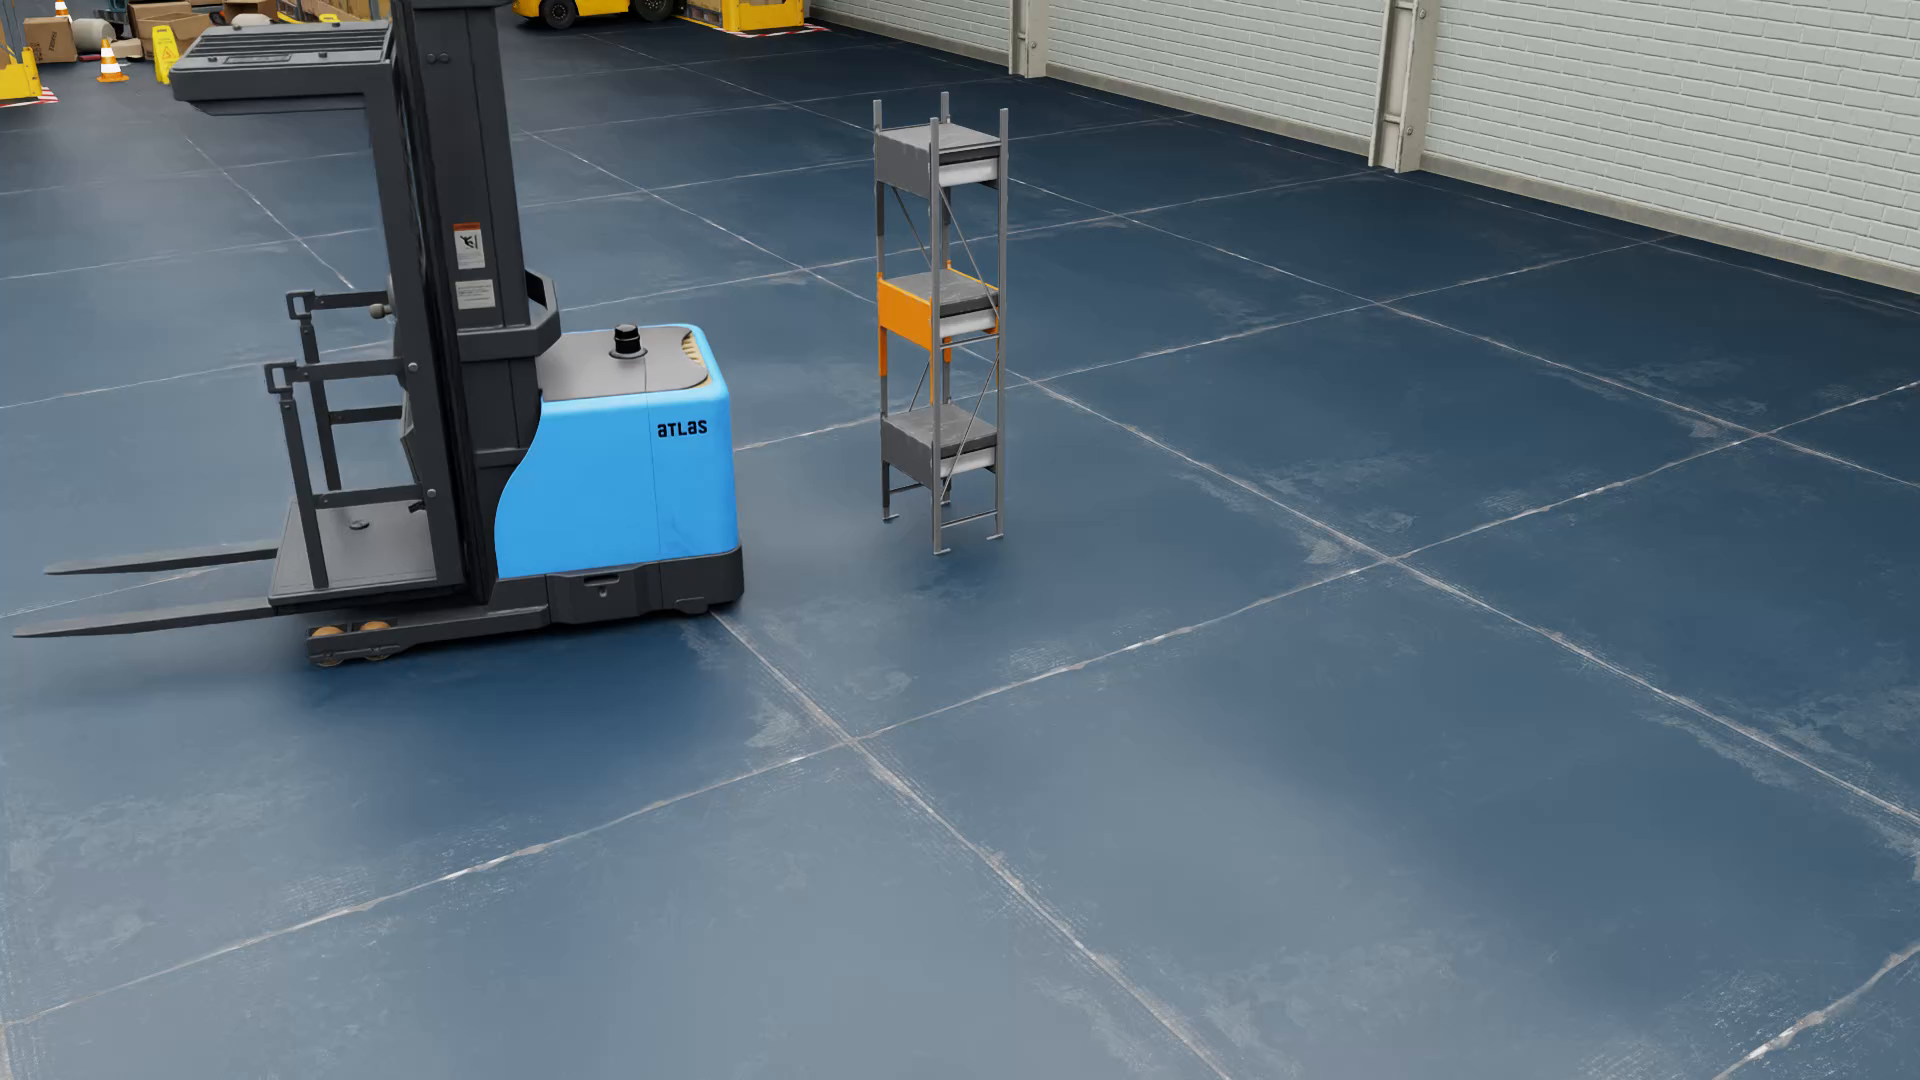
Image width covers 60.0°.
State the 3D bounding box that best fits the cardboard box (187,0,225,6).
[{"bbox_3d":[-10.635,-7.773,23.244,0.500,0.500,0.500,-16,29,-30],"label":"cardboard box"}]

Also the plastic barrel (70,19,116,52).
[{"bbox_3d":[-11.348,-6.584,21.701,0.512,0.421,0.421,3,25,6],"label":"plastic barrel"}]

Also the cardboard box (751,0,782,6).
[{"bbox_3d":[-2.924,-7.882,24.162,0.500,0.250,0.500,-15,29,-29],"label":"cardboard box"}]

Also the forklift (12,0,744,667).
[{"bbox_3d":[-2.559,-1.036,7.011,3.031,2.935,1.130,-7,26,-14],"label":"forklift"}]

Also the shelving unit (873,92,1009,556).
[{"bbox_3d":[-0.090,-1.009,7.927,0.431,2.100,0.503,-16,29,-30],"label":"shelving unit"}]

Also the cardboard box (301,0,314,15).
[{"bbox_3d":[-9.064,-7.659,23.690,0.500,0.250,0.500,-17,30,-32],"label":"cardboard box"}]

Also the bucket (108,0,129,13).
[{"bbox_3d":[-11.246,-7.493,22.663,0.726,0.611,0.620,-6,16,-12],"label":"bucket"}]

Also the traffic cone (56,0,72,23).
[{"bbox_3d":[-12.719,-7.482,23.556,0.336,0.463,0.334,-16,29,-30],"label":"traffic cone"}]

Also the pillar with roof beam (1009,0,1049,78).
[{"bbox_3d":[-2.776,-8.737,16.216,9.100,9.000,0.400,-16,29,-30],"label":"pillar with roof beam"}]

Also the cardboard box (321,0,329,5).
[{"bbox_3d":[-8.480,-7.624,22.737,0.500,0.500,0.500,-14,29,-27],"label":"cardboard box"}]

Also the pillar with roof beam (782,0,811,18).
[{"bbox_3d":[-6.052,-10.883,20.762,9.100,9.000,0.400,-16,29,-30],"label":"pillar with roof beam"}]

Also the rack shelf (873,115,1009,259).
[{"bbox_3d":[-0.090,-1.629,7.634,0.431,0.518,0.480,-16,29,-30],"label":"rack shelf"}]

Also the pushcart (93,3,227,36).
[{"bbox_3d":[-11.043,-7.252,23.170,0.936,0.377,1.648,18,31,33],"label":"pushcart"}]

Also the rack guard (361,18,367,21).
[{"bbox_3d":[-7.018,-6.453,21.334,1.175,0.500,0.348,-16,29,-30],"label":"rack guard"}]

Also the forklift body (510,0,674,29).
[{"bbox_3d":[-5.383,-8.584,23.913,2.313,2.155,1.214,-16,29,-30],"label":"forklift body"}]

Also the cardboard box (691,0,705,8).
[{"bbox_3d":[-3.604,-7.935,24.275,0.500,0.250,0.500,-16,29,-30],"label":"cardboard box"}]

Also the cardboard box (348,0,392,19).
[{"bbox_3d":[-7.632,-7.068,21.558,0.500,0.500,0.500,-15,29,-29],"label":"cardboard box"}]

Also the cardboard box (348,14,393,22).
[{"bbox_3d":[-7.656,-6.738,21.738,0.500,0.250,0.500,-16,29,-30],"label":"cardboard box"}]

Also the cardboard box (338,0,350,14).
[{"bbox_3d":[-7.920,-7.253,21.952,0.500,0.500,0.500,-14,29,-28],"label":"cardboard box"}]

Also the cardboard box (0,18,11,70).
[{"bbox_3d":[-11.494,-5.823,19.068,0.875,0.875,0.875,-15,29,-29],"label":"cardboard box"}]

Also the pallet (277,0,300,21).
[{"bbox_3d":[-9.586,-8.004,24.958,1.003,0.211,1.213,-16,29,-30],"label":"pallet"}]

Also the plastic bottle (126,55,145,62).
[{"bbox_3d":[-10.510,-6.128,21.158,0.283,0.061,0.133,18,31,33],"label":"plastic bottle"}]

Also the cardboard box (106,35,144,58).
[{"bbox_3d":[-10.771,-6.375,21.444,0.396,0.266,0.258,-10,27,-21],"label":"cardboard box"}]

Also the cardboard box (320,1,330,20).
[{"bbox_3d":[-8.472,-7.282,22.891,0.500,0.250,0.500,-16,30,-30],"label":"cardboard box"}]

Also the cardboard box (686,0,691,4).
[{"bbox_3d":[-3.870,-8.116,24.658,0.500,0.250,0.500,-15,29,-29],"label":"cardboard box"}]

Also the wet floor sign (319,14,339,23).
[{"bbox_3d":[-7.769,-6.174,20.573,0.267,0.644,0.232,-6,26,-12],"label":"wet floor sign"}]

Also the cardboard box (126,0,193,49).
[{"bbox_3d":[-10.574,-6.860,22.032,0.797,0.637,0.503,-16,29,-30],"label":"cardboard box"}]

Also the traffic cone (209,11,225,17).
[{"bbox_3d":[-11.010,-7.957,24.563,0.336,0.463,0.334,-16,29,-30],"label":"traffic cone"}]

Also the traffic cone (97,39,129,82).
[{"bbox_3d":[-10.169,-5.740,19.867,0.336,0.463,0.334,-16,29,-30],"label":"traffic cone"}]

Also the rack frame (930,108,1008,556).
[{"bbox_3d":[0.043,-0.921,7.742,0.400,2.100,0.015,-16,29,-30],"label":"rack frame"}]

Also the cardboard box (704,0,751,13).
[{"bbox_3d":[-3.341,-7.755,23.893,0.500,0.250,0.500,-15,29,-29],"label":"cardboard box"}]

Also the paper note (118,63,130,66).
[{"bbox_3d":[-10.479,-5.965,20.851,0.144,0.017,0.142,-6,26,-12],"label":"paper note"}]

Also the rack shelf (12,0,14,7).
[{"bbox_3d":[-12.160,-6.757,19.891,1.077,0.370,4.000,-16,29,-30],"label":"rack shelf"}]

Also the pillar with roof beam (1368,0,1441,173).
[{"bbox_3d":[0.499,-6.591,11.670,9.100,9.000,0.400,-16,29,-30],"label":"pillar with roof beam"}]

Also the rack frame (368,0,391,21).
[{"bbox_3d":[-6.976,-7.556,20.743,1.000,3.000,0.127,-16,29,-30],"label":"rack frame"}]

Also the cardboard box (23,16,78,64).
[{"bbox_3d":[-11.545,-6.352,21.117,0.500,0.500,0.500,-10,27,-21],"label":"cardboard box"}]

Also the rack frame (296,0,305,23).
[{"bbox_3d":[-9.160,-8.987,23.773,1.000,3.000,0.127,-16,29,-30],"label":"rack frame"}]

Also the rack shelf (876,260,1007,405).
[{"bbox_3d":[-0.090,-0.996,7.933,0.431,0.518,0.480,-16,29,-30],"label":"rack shelf"}]

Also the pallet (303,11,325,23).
[{"bbox_3d":[-8.764,-7.494,23.877,1.003,0.211,1.213,-16,29,-30],"label":"pallet"}]

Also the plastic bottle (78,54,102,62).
[{"bbox_3d":[-11.077,-6.156,21.219,0.133,0.061,0.283,18,31,33],"label":"plastic bottle"}]

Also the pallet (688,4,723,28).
[{"bbox_3d":[-3.272,-7.717,24.350,1.003,0.211,1.213,-16,29,-30],"label":"pallet"}]

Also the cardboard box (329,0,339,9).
[{"bbox_3d":[-8.190,-7.436,22.338,0.500,0.500,0.500,-16,30,-31],"label":"cardboard box"}]

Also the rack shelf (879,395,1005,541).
[{"bbox_3d":[-0.090,-0.363,8.232,0.431,0.518,0.480,-16,29,-30],"label":"rack shelf"}]

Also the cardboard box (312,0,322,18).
[{"bbox_3d":[-8.763,-7.471,23.291,0.500,0.250,0.500,-14,29,-27],"label":"cardboard box"}]

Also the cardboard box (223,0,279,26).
[{"bbox_3d":[-9.715,-7.157,22.823,0.500,0.500,0.500,3,25,6],"label":"cardboard box"}]

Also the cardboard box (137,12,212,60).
[{"bbox_3d":[-10.057,-6.466,21.357,0.637,0.503,0.797,7,26,15],"label":"cardboard box"}]

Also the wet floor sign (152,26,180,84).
[{"bbox_3d":[-9.394,-5.753,19.681,0.267,0.644,0.232,-22,33,-38],"label":"wet floor sign"}]

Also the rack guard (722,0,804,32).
[{"bbox_3d":[-2.807,-7.575,23.711,1.175,0.500,0.348,-16,29,-30],"label":"rack guard"}]

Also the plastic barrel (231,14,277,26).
[{"bbox_3d":[-9.373,-6.777,22.110,0.512,0.421,0.421,3,25,6],"label":"plastic barrel"}]

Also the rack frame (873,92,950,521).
[{"bbox_3d":[-0.224,-1.096,8.112,0.400,2.100,0.015,-16,29,-30],"label":"rack frame"}]

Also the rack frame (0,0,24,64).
[{"bbox_3d":[-11.069,-6.367,18.222,1.000,3.000,0.127,-16,29,-30],"label":"rack frame"}]

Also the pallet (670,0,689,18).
[{"bbox_3d":[-3.934,-8.153,25.273,1.003,0.211,1.213,-16,29,-30],"label":"pallet"}]

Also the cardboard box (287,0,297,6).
[{"bbox_3d":[-9.448,-8.176,24.641,0.950,0.372,0.625,-15,29,-29],"label":"cardboard box"}]

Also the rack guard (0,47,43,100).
[{"bbox_3d":[-11.056,-5.228,18.738,1.175,0.500,0.348,-16,29,-30],"label":"rack guard"}]

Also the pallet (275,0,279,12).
[{"bbox_3d":[-10.256,-8.441,25.883,1.003,0.211,1.213,-16,29,-30],"label":"pallet"}]

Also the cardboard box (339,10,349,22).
[{"bbox_3d":[-7.919,-6.916,22.116,0.500,0.250,0.500,-15,29,-29],"label":"cardboard box"}]

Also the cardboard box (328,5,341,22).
[{"bbox_3d":[-8.210,-7.102,22.510,0.500,0.250,0.500,-17,30,-31],"label":"cardboard box"}]
